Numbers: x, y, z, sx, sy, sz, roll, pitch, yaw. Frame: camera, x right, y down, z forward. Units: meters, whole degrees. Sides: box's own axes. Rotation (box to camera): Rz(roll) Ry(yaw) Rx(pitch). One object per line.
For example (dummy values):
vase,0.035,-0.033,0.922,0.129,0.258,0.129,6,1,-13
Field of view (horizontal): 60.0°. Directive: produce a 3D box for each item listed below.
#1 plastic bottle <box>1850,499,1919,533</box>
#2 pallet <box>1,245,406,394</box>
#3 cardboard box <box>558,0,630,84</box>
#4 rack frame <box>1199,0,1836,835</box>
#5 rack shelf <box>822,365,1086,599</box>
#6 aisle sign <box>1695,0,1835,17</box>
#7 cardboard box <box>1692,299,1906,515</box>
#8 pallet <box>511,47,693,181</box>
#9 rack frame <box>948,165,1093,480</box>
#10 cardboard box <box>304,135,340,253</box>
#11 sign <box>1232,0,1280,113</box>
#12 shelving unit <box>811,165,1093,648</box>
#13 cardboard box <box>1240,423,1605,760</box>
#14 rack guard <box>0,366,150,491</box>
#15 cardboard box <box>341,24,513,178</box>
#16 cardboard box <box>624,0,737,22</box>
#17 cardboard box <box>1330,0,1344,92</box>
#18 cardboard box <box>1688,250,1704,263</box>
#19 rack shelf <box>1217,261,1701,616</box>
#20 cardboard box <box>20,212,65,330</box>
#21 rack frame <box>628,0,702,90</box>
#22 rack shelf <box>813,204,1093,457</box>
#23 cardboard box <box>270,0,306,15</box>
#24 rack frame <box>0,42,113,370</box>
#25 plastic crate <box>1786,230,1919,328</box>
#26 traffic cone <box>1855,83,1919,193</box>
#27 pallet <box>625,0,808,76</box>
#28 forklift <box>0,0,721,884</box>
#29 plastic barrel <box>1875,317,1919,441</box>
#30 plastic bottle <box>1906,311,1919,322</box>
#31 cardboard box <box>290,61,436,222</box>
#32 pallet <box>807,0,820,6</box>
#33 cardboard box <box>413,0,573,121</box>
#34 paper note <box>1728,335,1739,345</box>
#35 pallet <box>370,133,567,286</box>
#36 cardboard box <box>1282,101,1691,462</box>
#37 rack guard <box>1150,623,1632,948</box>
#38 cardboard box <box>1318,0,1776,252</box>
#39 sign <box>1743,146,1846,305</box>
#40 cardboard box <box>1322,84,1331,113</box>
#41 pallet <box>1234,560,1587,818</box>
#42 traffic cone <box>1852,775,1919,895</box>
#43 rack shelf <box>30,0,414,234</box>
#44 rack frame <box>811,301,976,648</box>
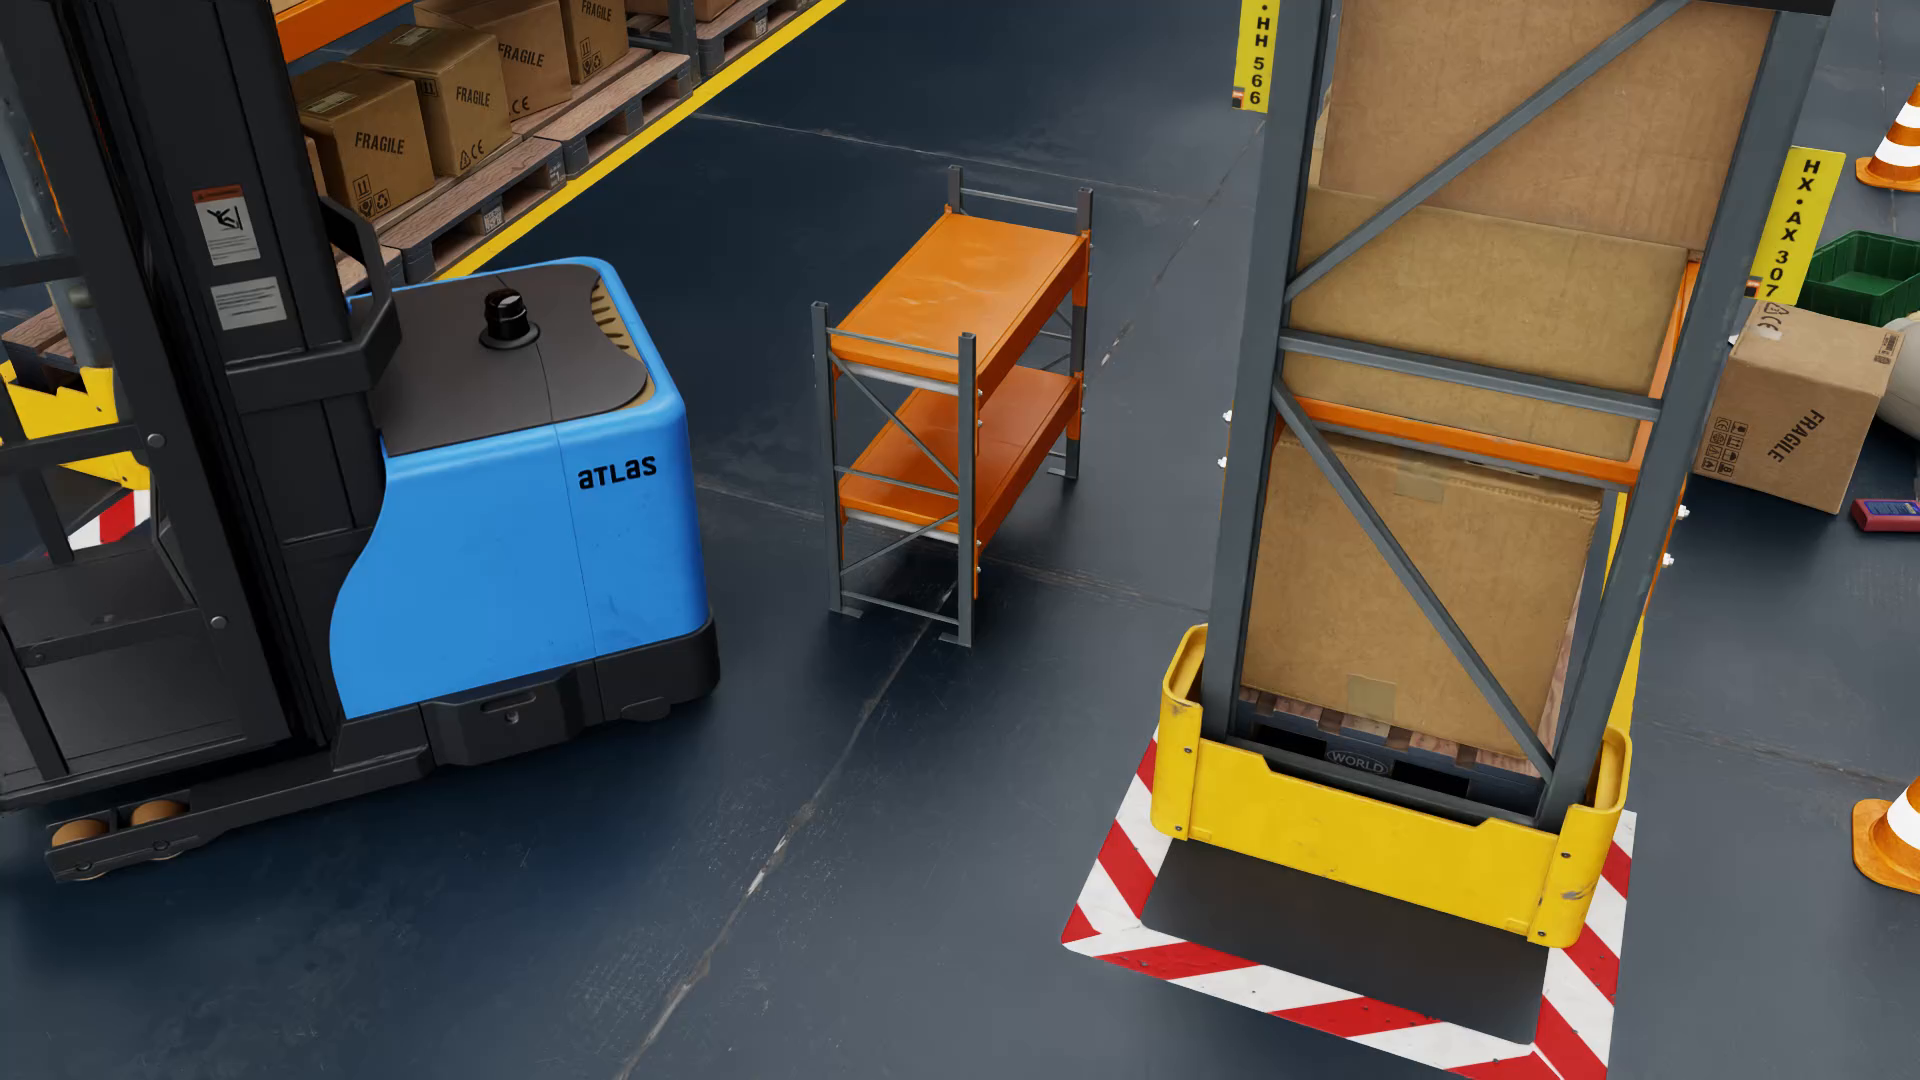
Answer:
plastic bottle,3.285,-0.084,5.812,0.283,0.061,0.133,1,37,2
pallet,-3.046,-0.921,6.805,1.003,0.211,1.213,14,39,18
cardboard box,-2.084,-2.723,8.625,0.500,0.500,0.500,13,39,16
rack frame,1.132,-0.368,3.737,1.000,3.000,0.127,14,39,18
rack shelf,0.003,-0.258,5.565,0.538,0.278,1.000,14,39,18
aisle sign,1.383,-1.301,2.814,0.394,0.787,0.004,14,39,18
cardboard box,3.012,-0.489,5.985,0.500,0.500,0.500,21,42,25
pallet,-2.117,-2.271,8.613,1.003,0.211,1.213,14,39,18
rack frame,0.196,-0.736,5.795,0.500,1.125,0.032,14,39,18
cardboard box,-2.968,-1.401,6.856,0.500,0.500,0.500,25,43,29
sign,0.636,-1.058,3.495,0.100,0.325,0.005,14,39,18
shelving unit,0.003,-0.454,5.418,0.538,1.125,1.048,14,39,18
cardboard box,1.329,-0.075,4.769,0.875,0.875,0.875,14,39,18
rack guard,-3.387,-0.594,6.128,1.175,0.500,0.348,14,39,18
cardboard box,-2.458,-2.042,7.714,0.500,0.500,0.500,11,38,14
cardboard box,-1.641,-3.278,9.351,0.700,0.500,0.500,11,38,14
cardboard box,1.433,-1.383,4.067,0.875,0.550,0.550,14,39,18
cardboard box,1.750,-1.235,4.771,0.875,0.550,0.550,14,39,18
rack shelf,1.893,-1.187,5.433,1.077,0.370,4.000,14,39,18
cardboard box,-3.163,-1.063,6.403,0.500,0.500,0.500,21,42,26
rack frame,-1.894,-3.768,8.286,1.000,3.000,0.127,14,39,18
rack shelf,0.003,-0.689,5.243,0.538,0.278,1.000,14,39,18
cardboard box,-2.688,-2.105,6.271,0.380,0.149,0.250,14,39,18
rack frame,-3.416,-1.554,5.323,1.000,3.000,0.127,14,39,18
plastic crate,3.799,-1.085,6.996,0.662,0.188,0.450,-25,33,-29
traffic cone,4.561,-1.965,7.992,0.336,0.463,0.334,14,39,18
pallet,-1.600,-3.083,9.698,1.003,0.211,1.213,14,39,18
forklift,-2.298,-0.611,4.119,3.031,2.935,1.130,-14,39,-18
plastic barrel,3.641,-0.573,6.163,0.421,0.421,0.512,-17,40,-22
plastic bottle,3.945,-0.909,6.915,0.133,0.061,0.283,-5,37,-6
cardboard box,-2.712,-1.744,7.314,0.500,0.500,0.500,18,40,22
pallet,-1.137,-3.761,10.605,1.003,0.211,1.213,14,39,18
cardboard box,-2.294,-2.404,8.198,0.500,0.500,0.500,27,45,32
paper note,3.236,-0.815,6.814,0.147,0.020,0.142,-11,38,-14
pallet,-2.580,-1.594,7.706,1.003,0.211,1.213,14,39,18
cardboard box,1.231,-0.644,3.980,0.875,0.550,0.550,14,39,18
rack guard,1.123,0.647,4.467,1.175,0.500,0.348,14,39,18
cardboard box,1.309,-1.057,3.631,0.875,0.550,0.550,14,39,18
sign,1.643,-0.617,3.280,0.100,0.325,0.005,14,39,18
cardboard box,1.420,-0.953,4.394,0.875,0.550,0.550,14,39,18
pallet,1.364,0.289,5.188,1.003,0.211,1.213,14,39,18
traffic cone,2.647,0.678,4.457,0.336,0.463,0.334,14,39,18
rack shelf,-2.655,-2.373,7.020,1.077,0.370,4.000,14,39,18
rack frame,-0.191,-0.173,5.042,0.500,1.125,0.032,14,39,18
